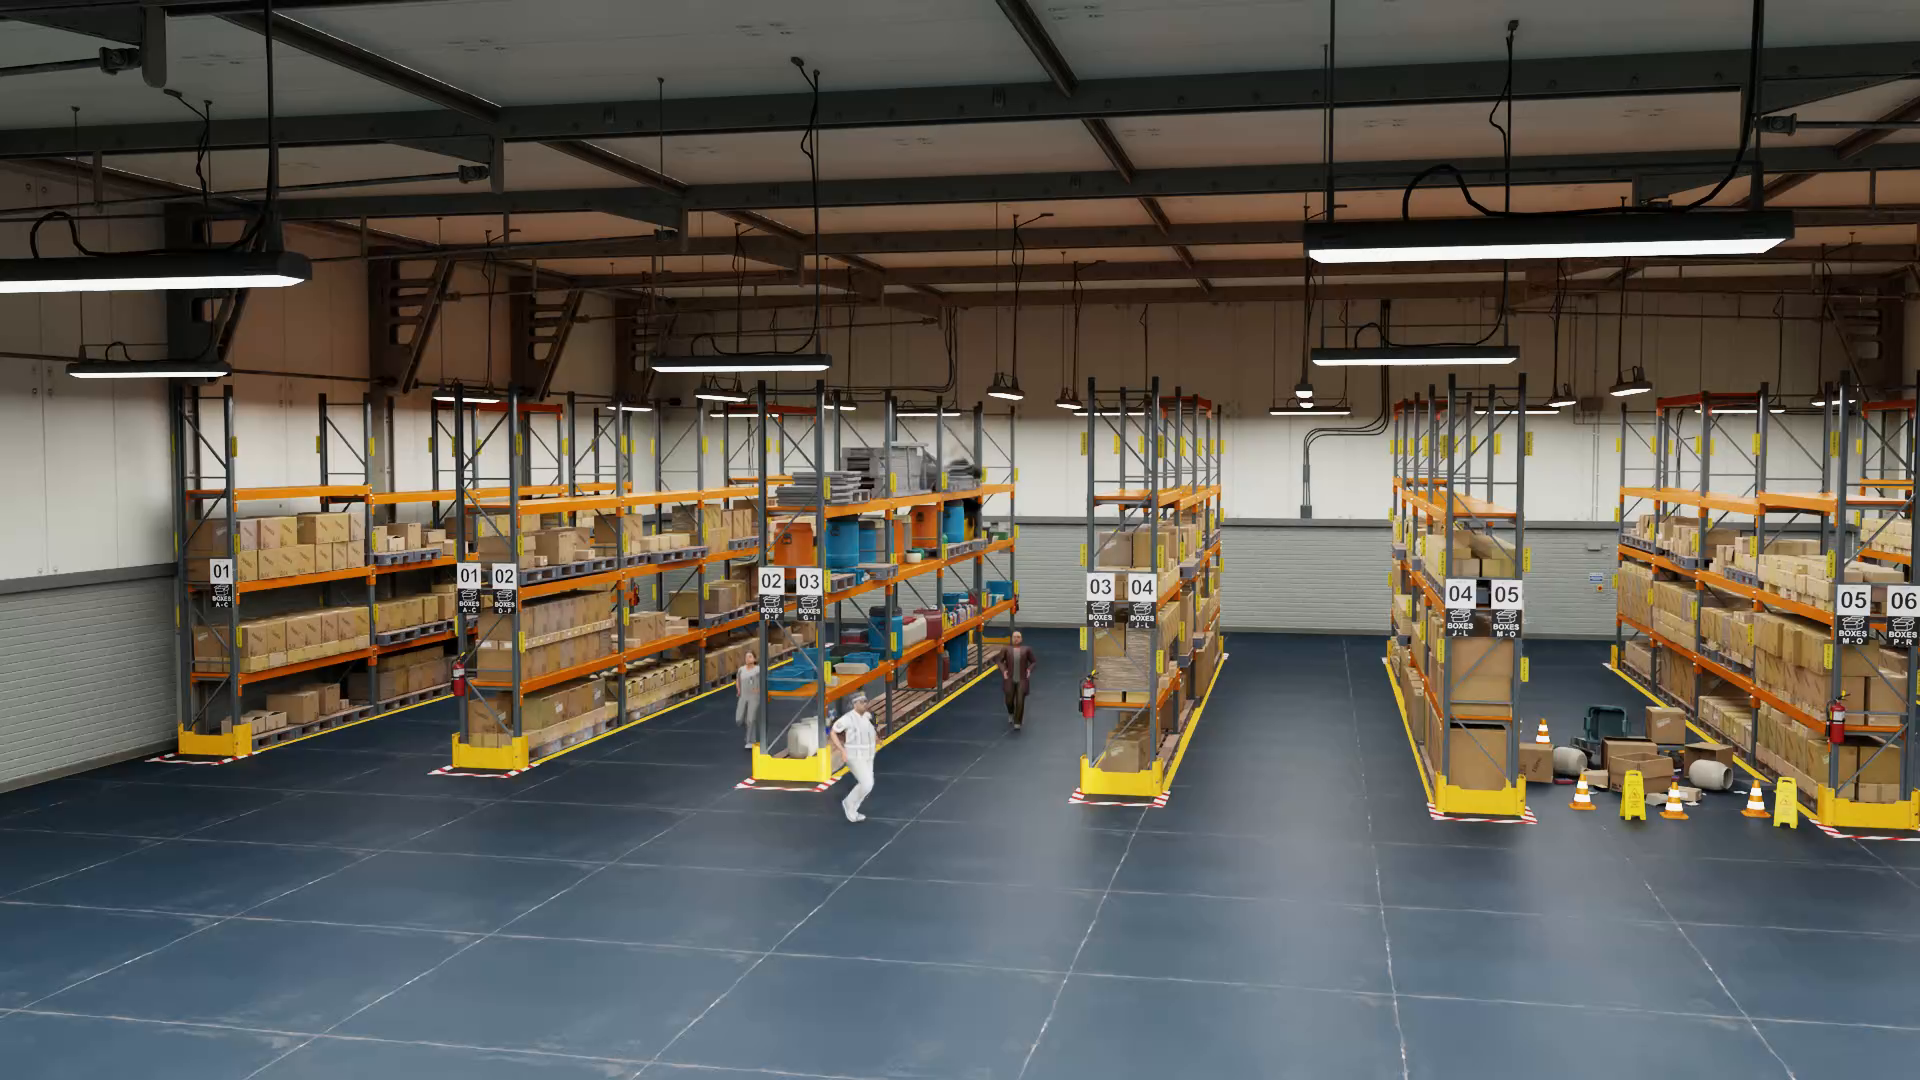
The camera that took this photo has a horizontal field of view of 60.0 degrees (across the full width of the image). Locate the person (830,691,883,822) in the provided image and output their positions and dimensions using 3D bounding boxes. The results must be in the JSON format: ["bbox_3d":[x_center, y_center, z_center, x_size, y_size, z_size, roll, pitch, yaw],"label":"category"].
[{"bbox_3d":[-1.298,2.881,22.113,0.646,1.742,0.649,2,4,37],"label":"person"}]

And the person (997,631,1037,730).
[{"bbox_3d":[1.006,2.484,29.505,0.709,1.725,0.667,0,3,3],"label":"person"}]

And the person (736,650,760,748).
[{"bbox_3d":[-3.498,2.649,27.620,0.560,1.603,0.578,1,3,13],"label":"person"}]
